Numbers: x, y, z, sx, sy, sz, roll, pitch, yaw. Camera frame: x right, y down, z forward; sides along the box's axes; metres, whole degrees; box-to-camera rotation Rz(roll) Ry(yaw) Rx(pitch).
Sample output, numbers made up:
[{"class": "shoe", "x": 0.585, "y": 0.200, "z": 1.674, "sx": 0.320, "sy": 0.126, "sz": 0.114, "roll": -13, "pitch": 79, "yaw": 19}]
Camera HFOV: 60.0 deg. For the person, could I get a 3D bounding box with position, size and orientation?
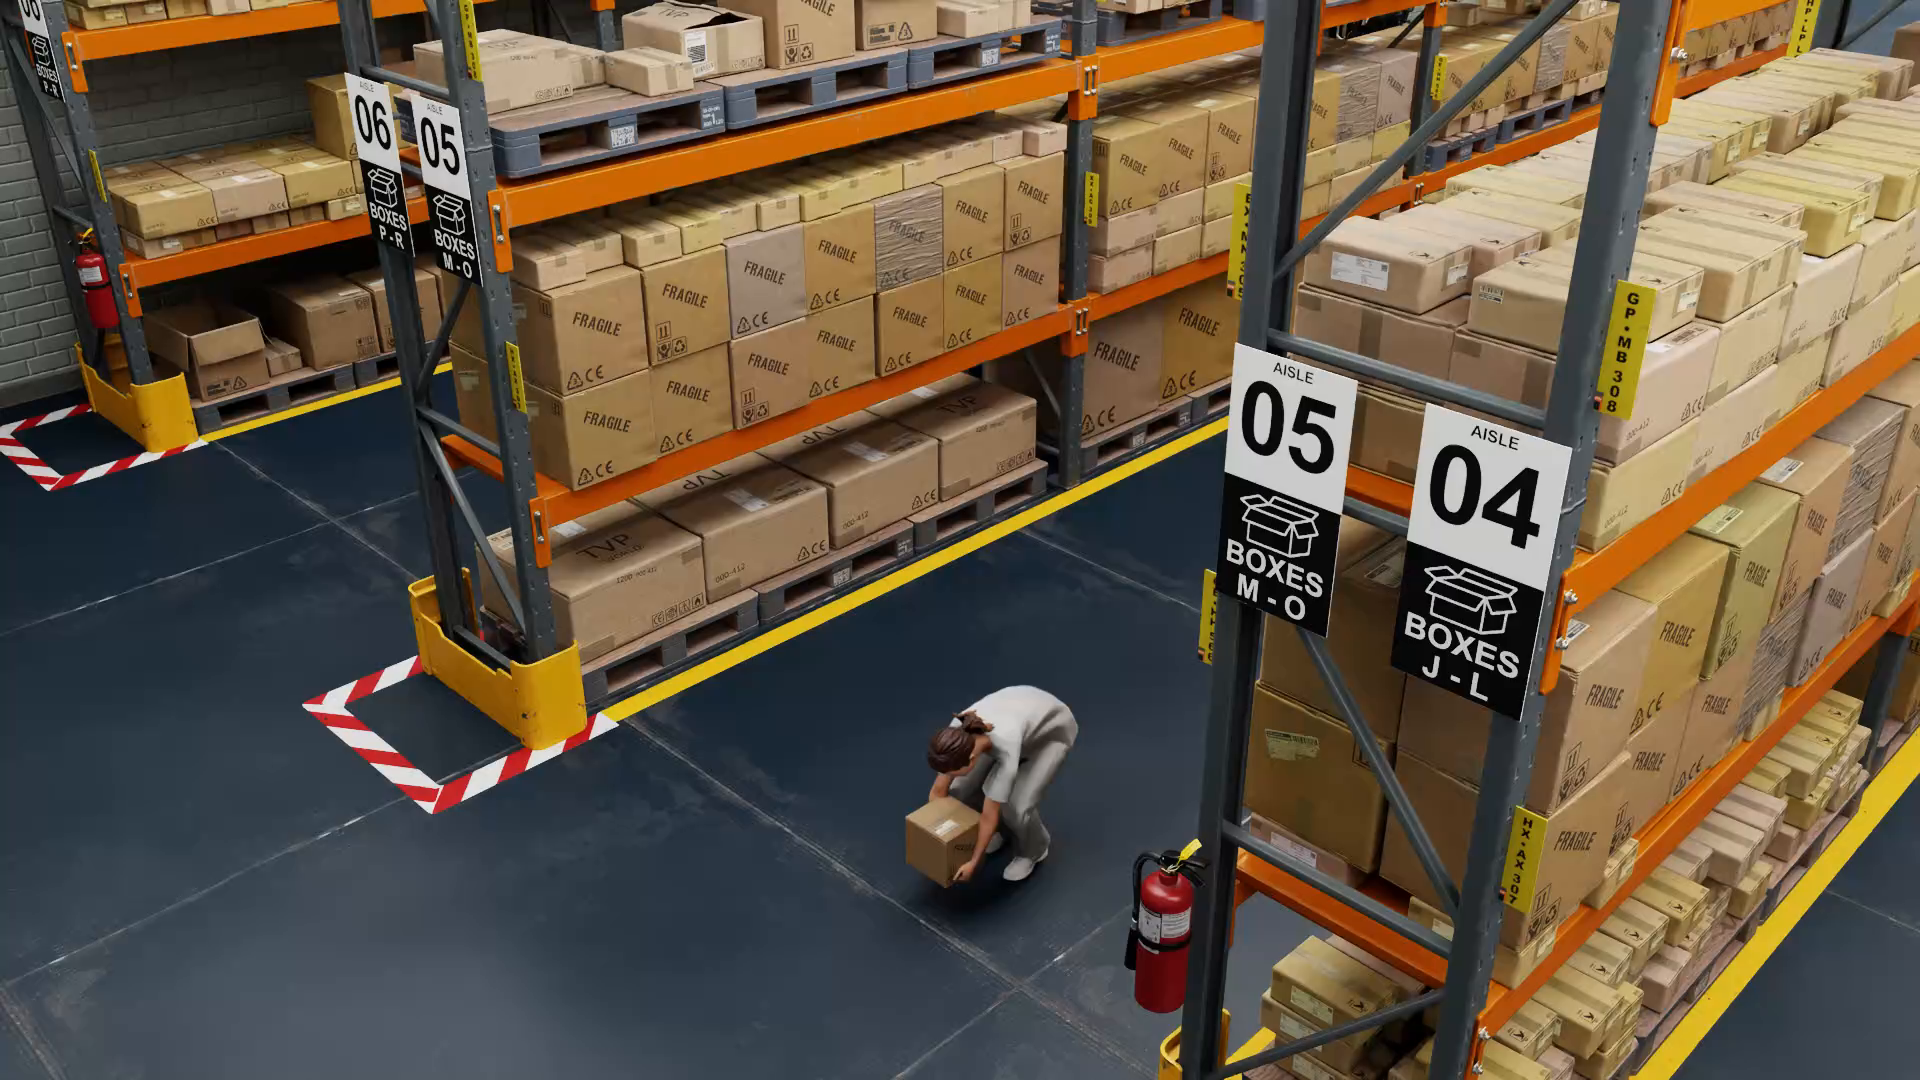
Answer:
[{"class": "person", "x": 0.165, "y": 1.079, "z": 7.375, "sx": 0.462, "sy": 0.935, "sz": 0.854, "roll": 23, "pitch": 36, "yaw": 37}]
